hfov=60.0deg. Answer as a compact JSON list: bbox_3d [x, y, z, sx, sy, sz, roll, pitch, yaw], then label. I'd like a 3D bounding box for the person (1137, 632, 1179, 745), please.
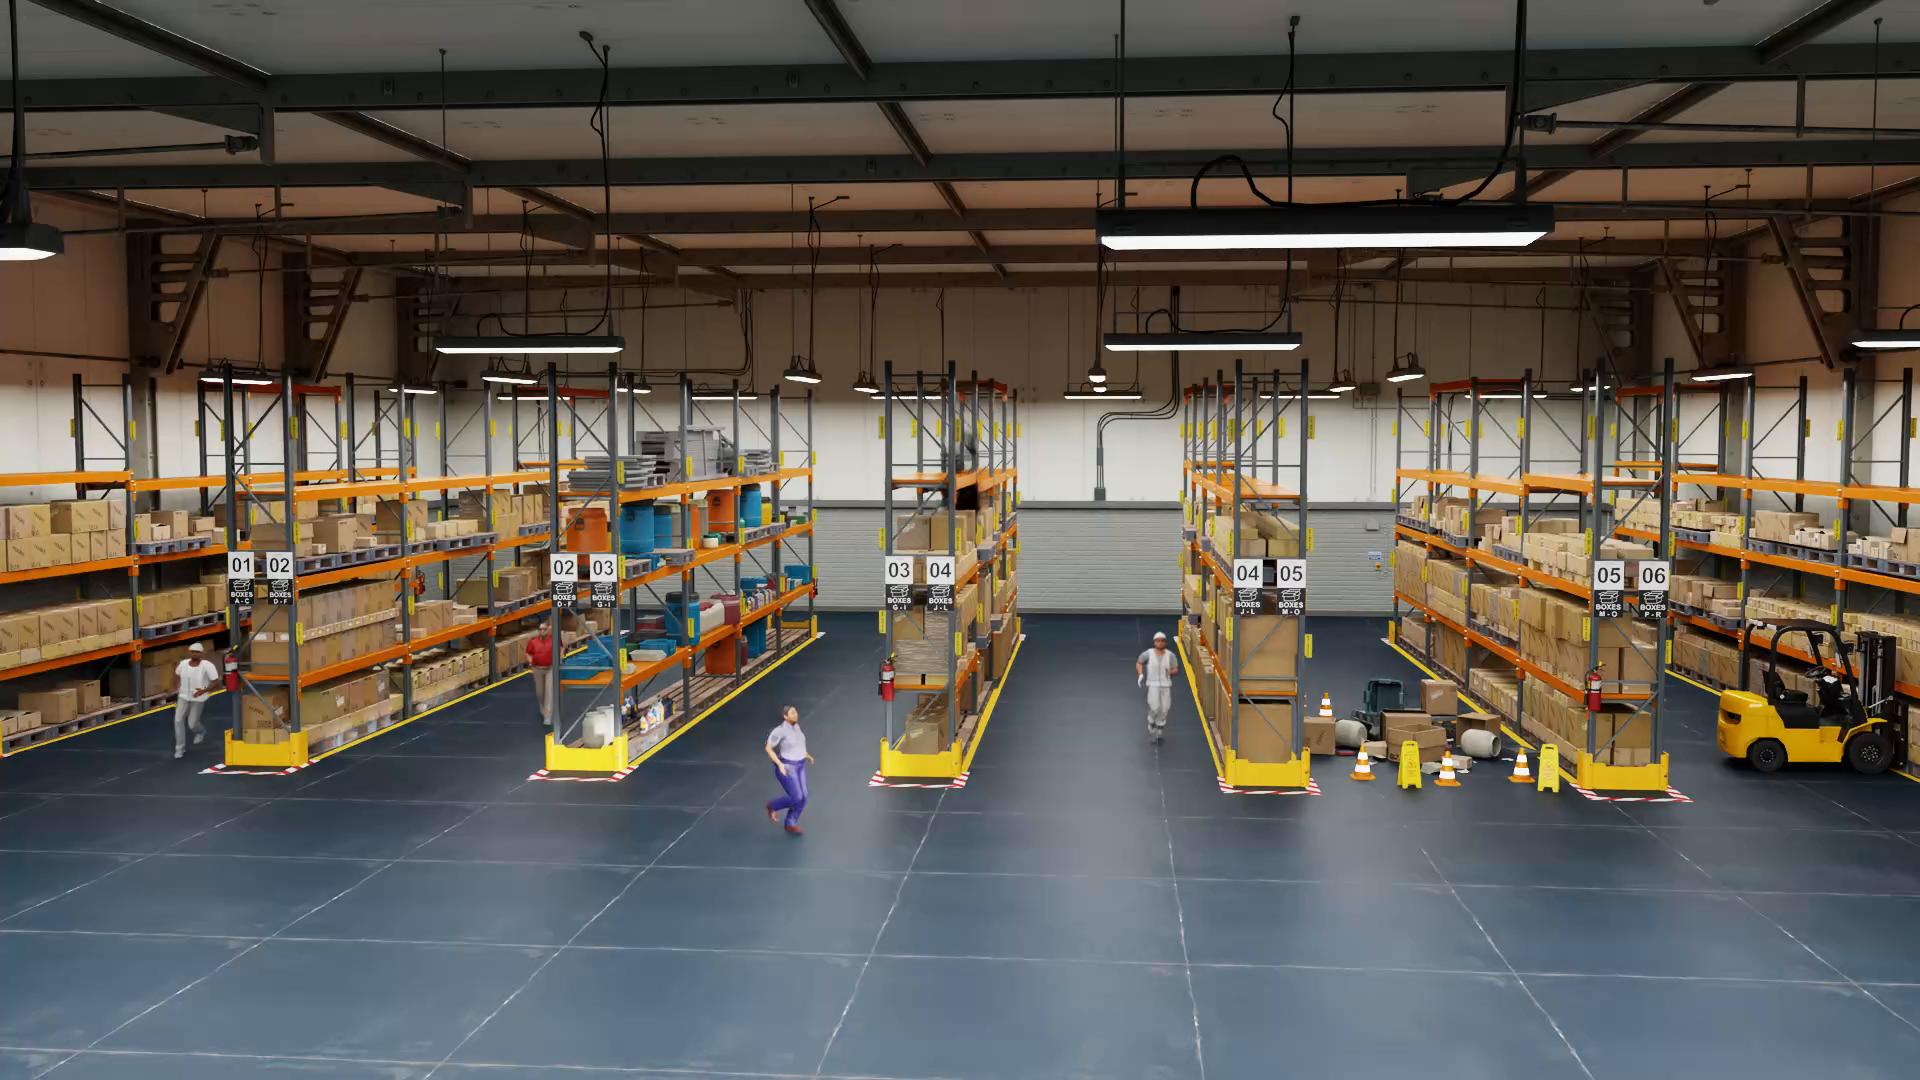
[{"bbox_3d":[3.169,2.365,26.505,0.641,1.785,0.701,0,4,-4],"label":"person"}]

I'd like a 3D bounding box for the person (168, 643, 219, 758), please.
[{"bbox_3d":[-11.863,2.468,25.772,0.744,1.767,0.768,0,4,0],"label":"person"}]

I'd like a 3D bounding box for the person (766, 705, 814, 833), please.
[{"bbox_3d":[-2.110,2.846,20.700,0.554,1.596,0.621,2,4,31],"label":"person"}]

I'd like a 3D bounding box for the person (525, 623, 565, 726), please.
[{"bbox_3d":[-7.129,2.230,28.579,0.647,1.646,0.921,-1,4,-8],"label":"person"}]
